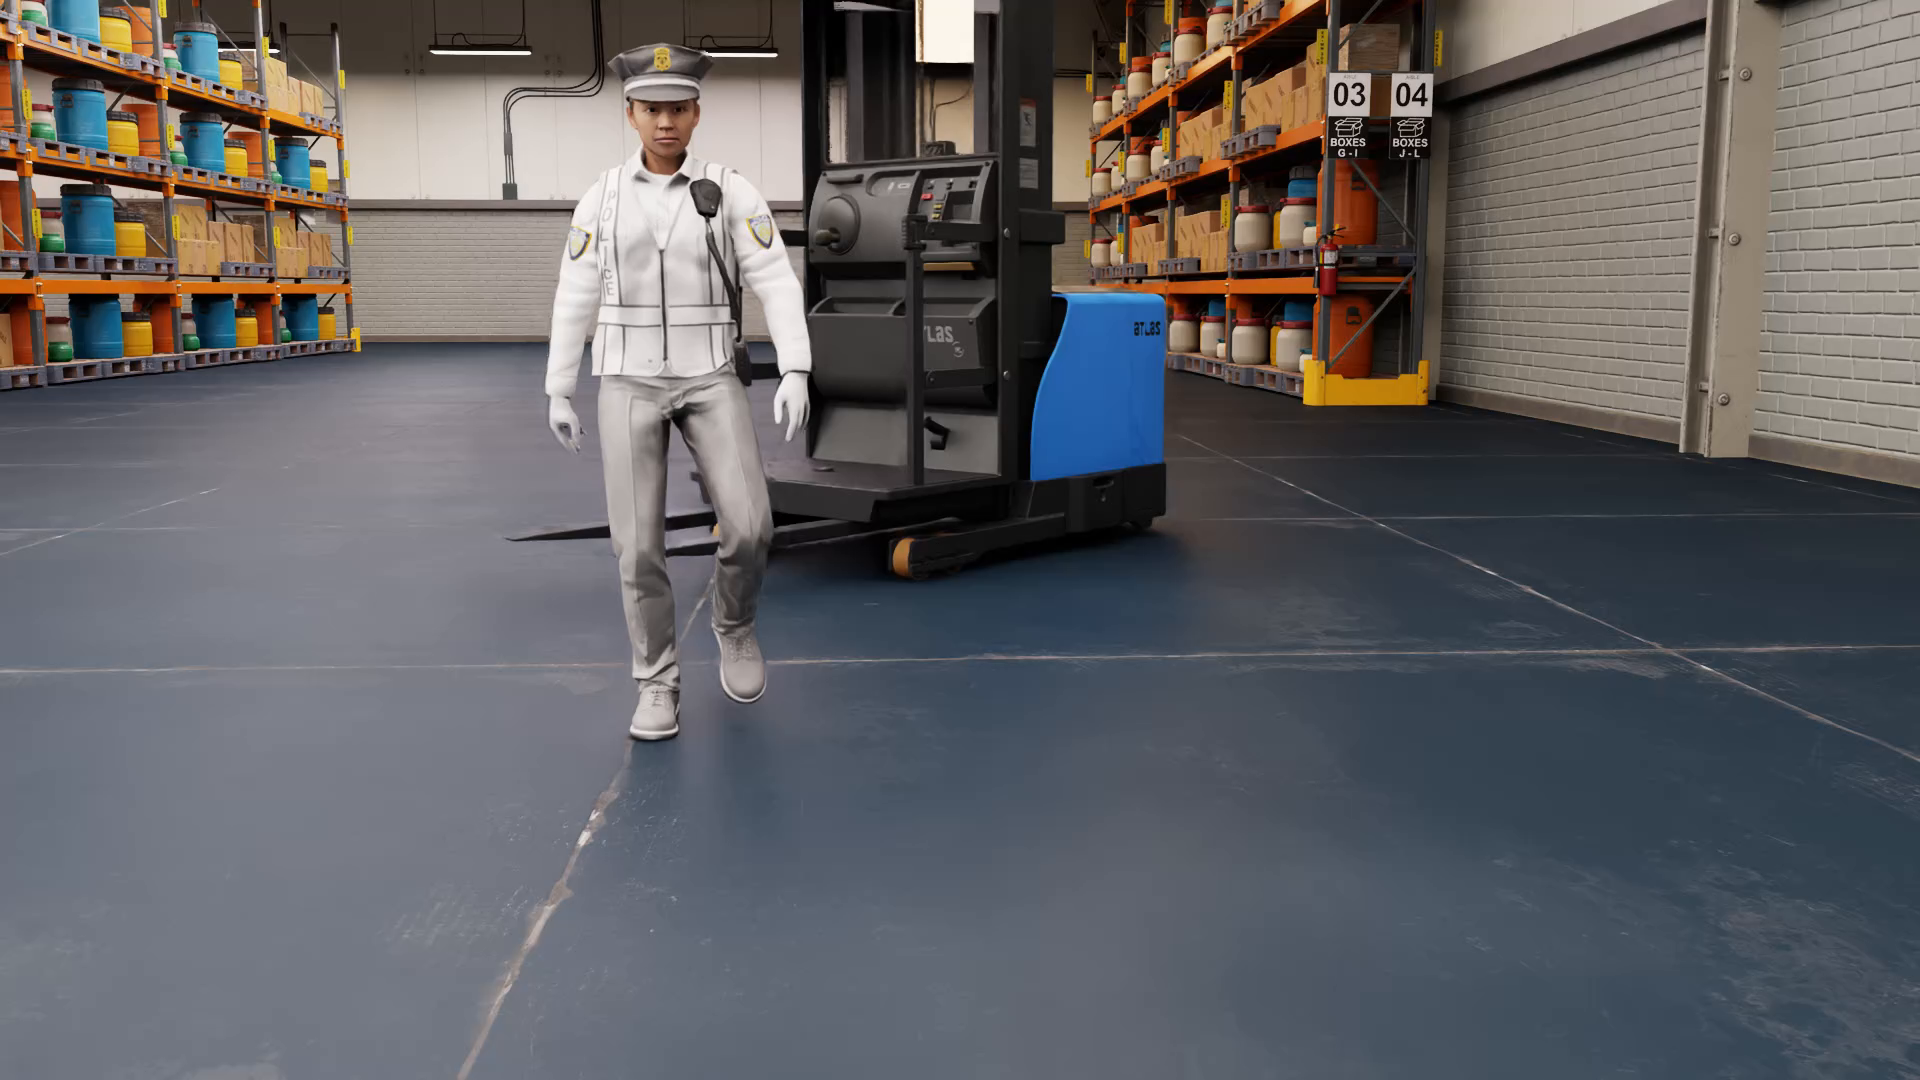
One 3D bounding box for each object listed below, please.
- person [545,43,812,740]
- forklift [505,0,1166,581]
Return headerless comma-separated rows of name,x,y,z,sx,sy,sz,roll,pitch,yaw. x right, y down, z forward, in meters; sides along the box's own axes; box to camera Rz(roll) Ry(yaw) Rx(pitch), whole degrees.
person,-0.692,-0.350,4.067,0.654,1.650,0.432,-1,9,-7
forklift,-0.383,-1.377,6.607,1.130,2.935,3.031,7,11,39
